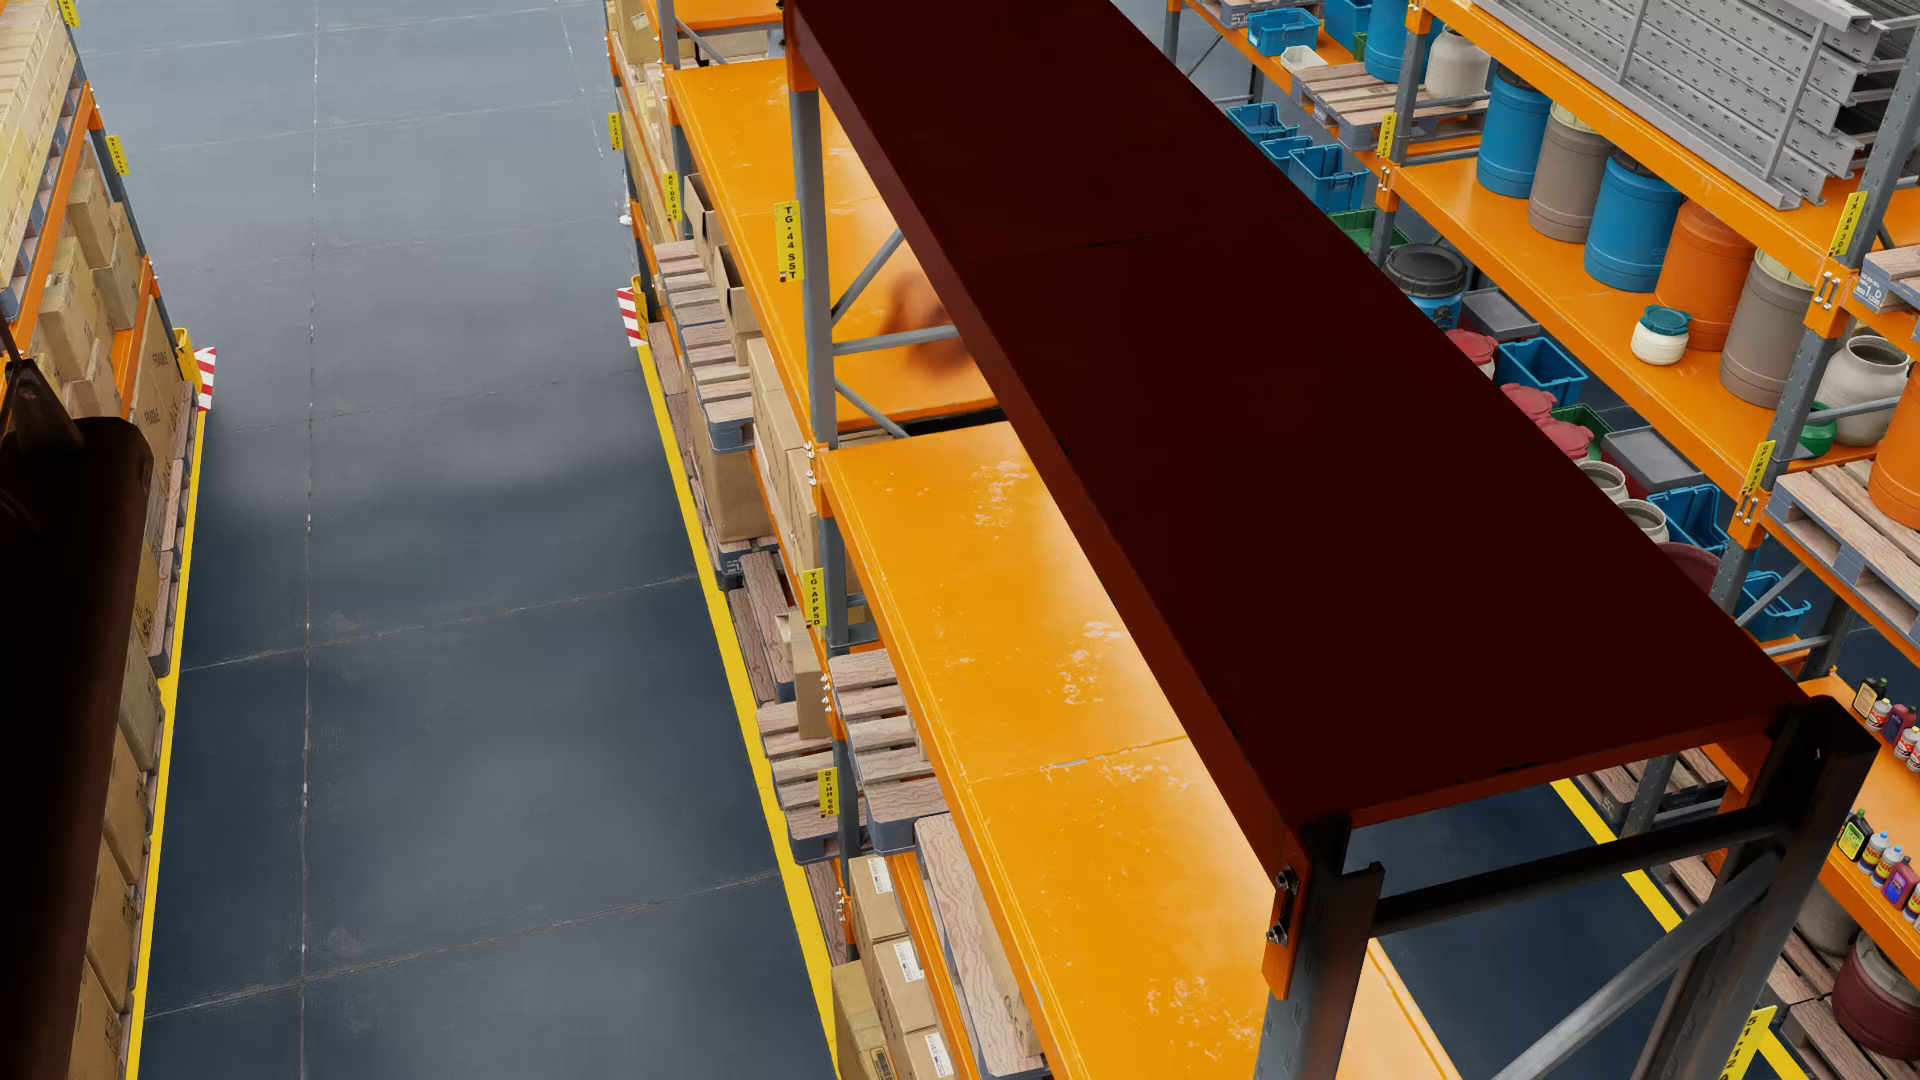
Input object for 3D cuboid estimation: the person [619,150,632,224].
[{"bbox_3d":[-3.079,-3.808,16.292,0.848,1.683,0.587,17,41,20],"label":"person"}]
